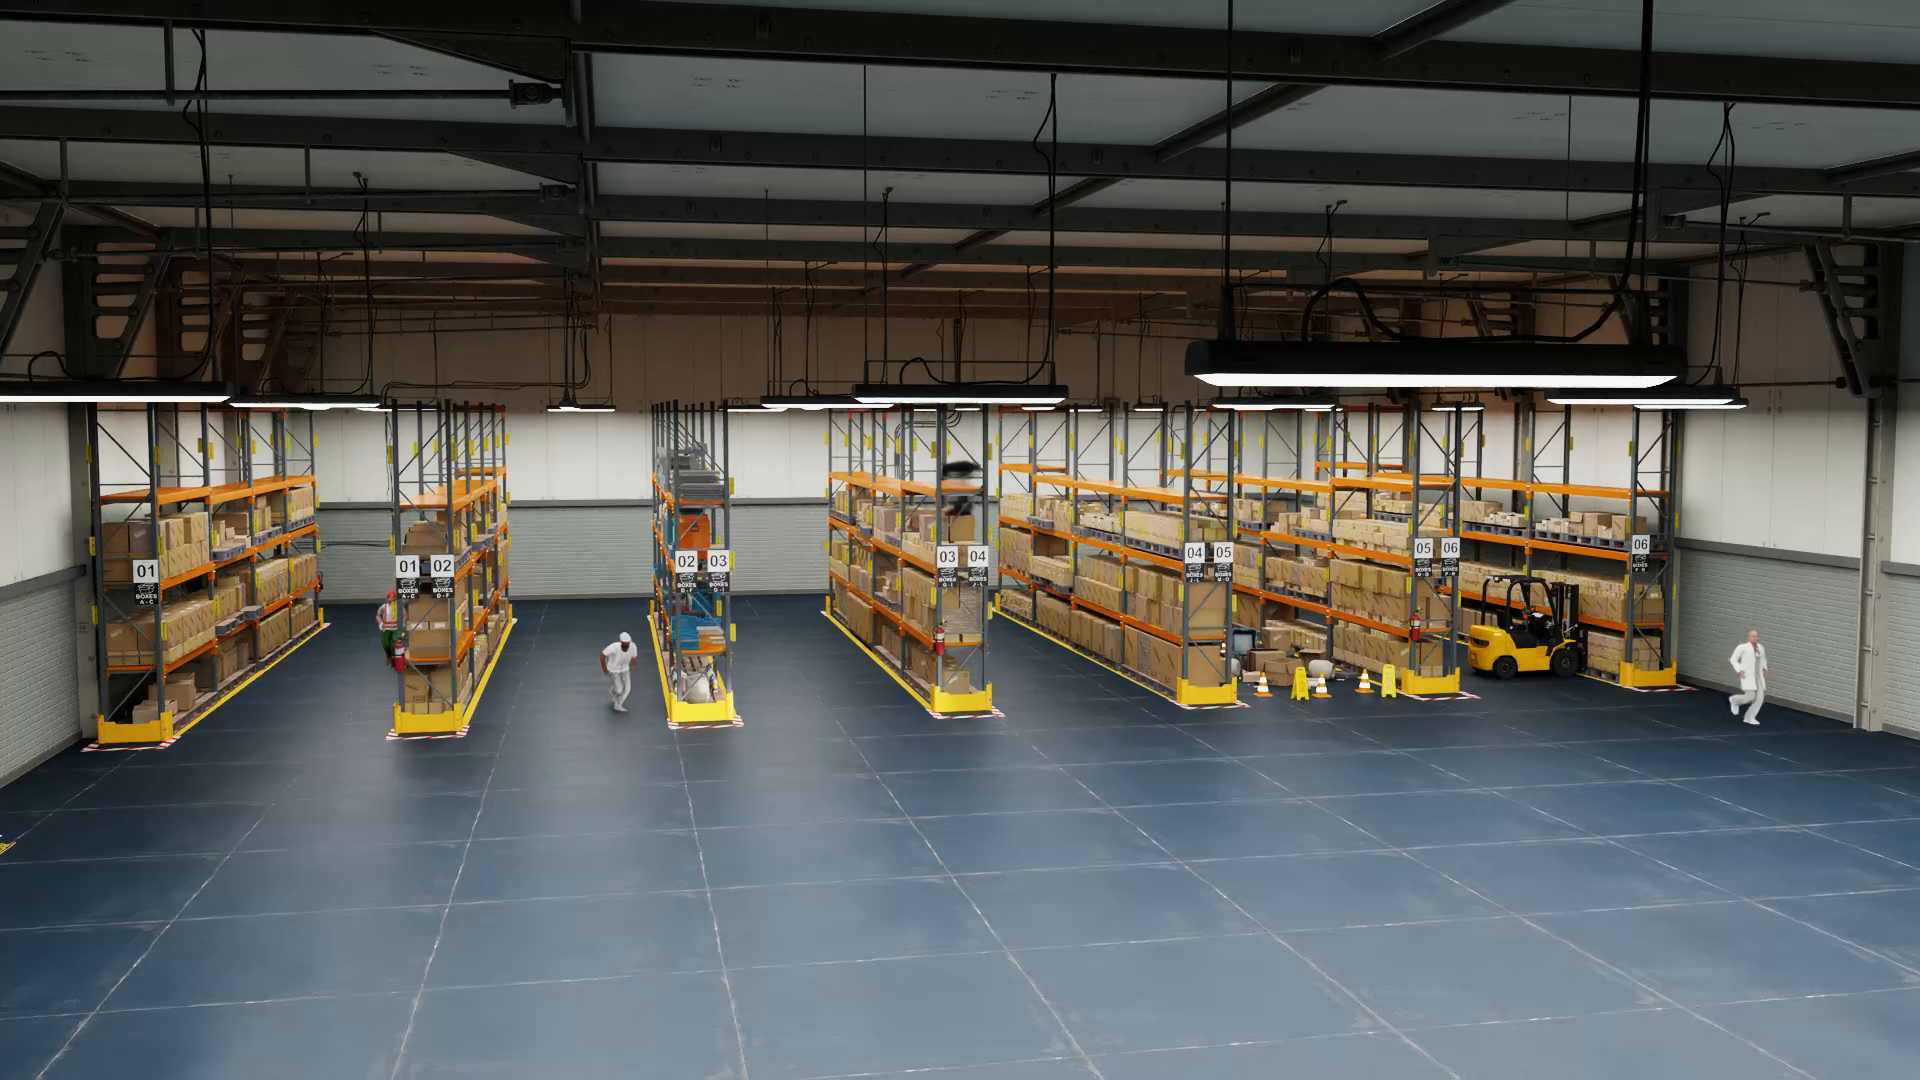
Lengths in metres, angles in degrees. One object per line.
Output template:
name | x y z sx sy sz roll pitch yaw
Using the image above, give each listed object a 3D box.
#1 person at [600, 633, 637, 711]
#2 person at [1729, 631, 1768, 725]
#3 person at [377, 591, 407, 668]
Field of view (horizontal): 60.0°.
person | -6.580 2.533 32.019 0.725 1.567 0.941 -3 5 -32
person | 14.673 2.538 30.871 0.707 1.734 0.705 -1 4 -14
person | -12.794 2.029 37.426 0.653 1.742 0.588 -1 4 -14
